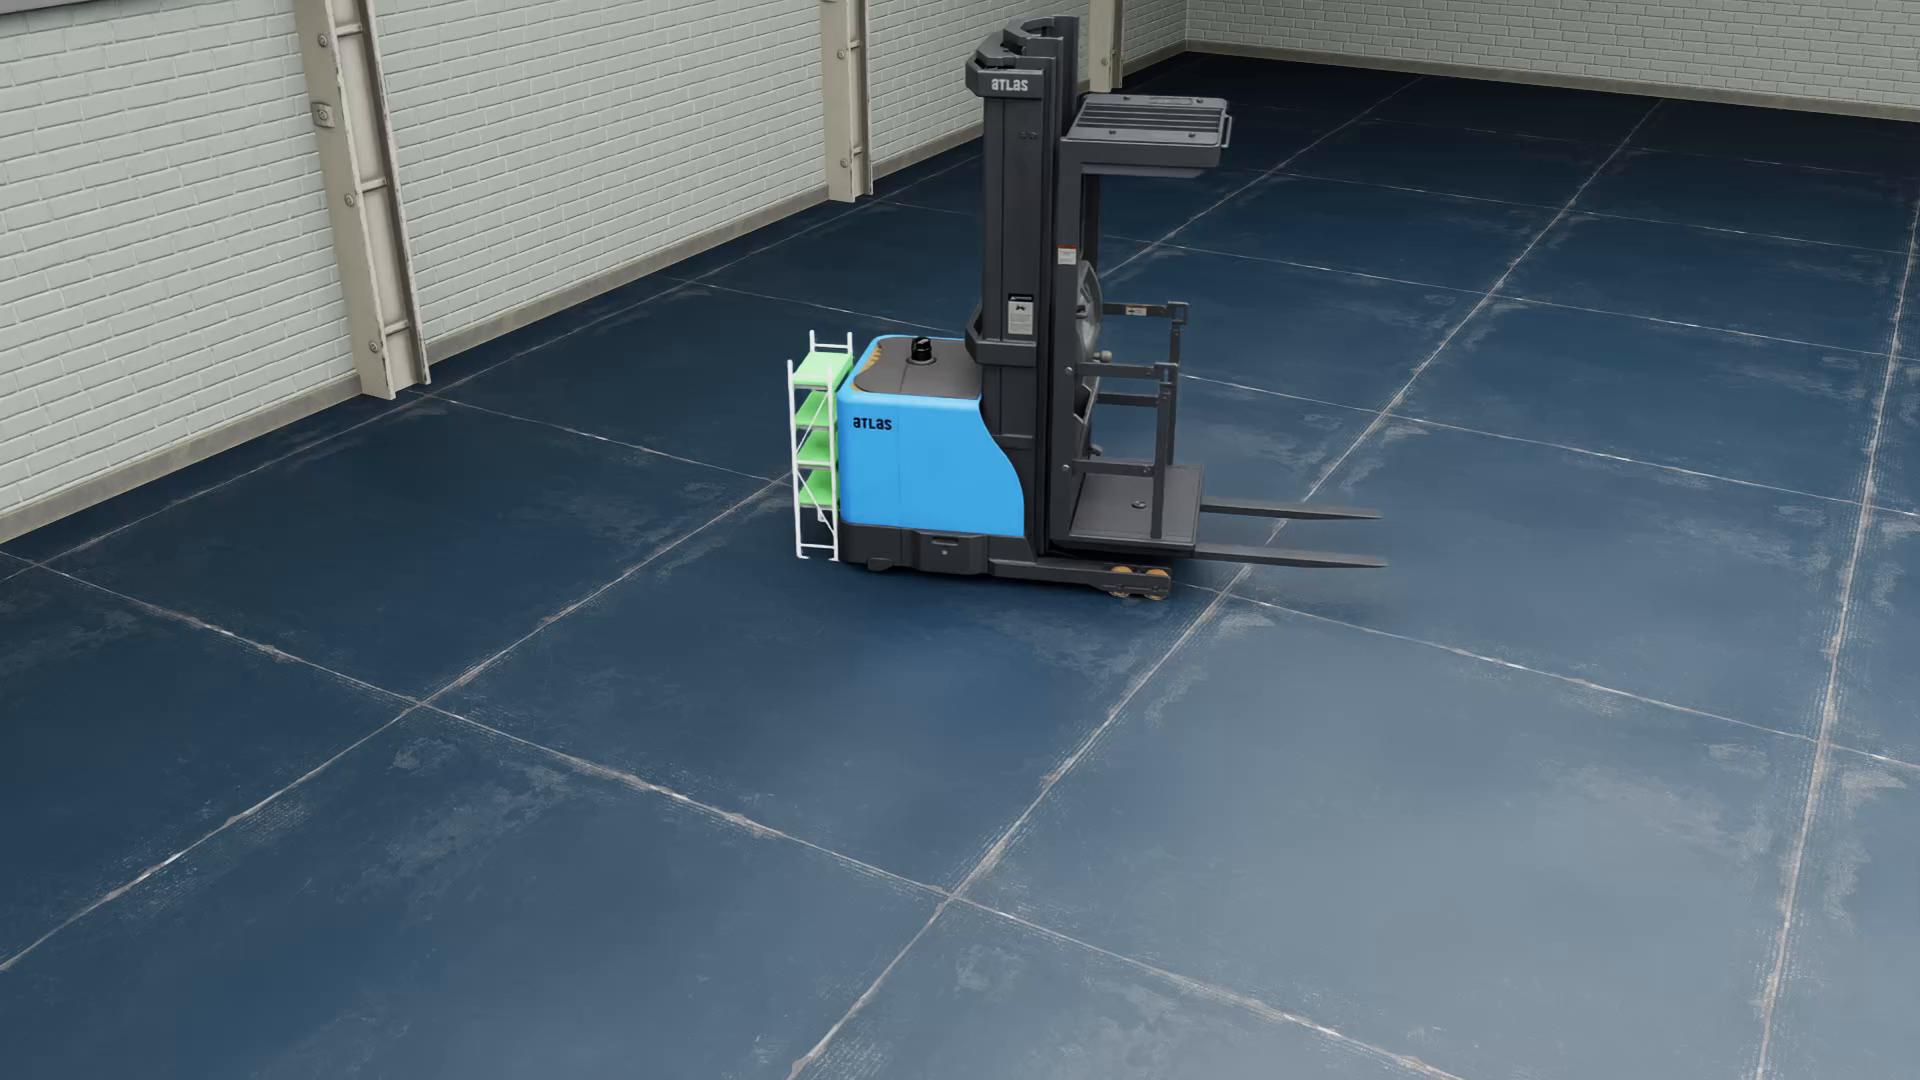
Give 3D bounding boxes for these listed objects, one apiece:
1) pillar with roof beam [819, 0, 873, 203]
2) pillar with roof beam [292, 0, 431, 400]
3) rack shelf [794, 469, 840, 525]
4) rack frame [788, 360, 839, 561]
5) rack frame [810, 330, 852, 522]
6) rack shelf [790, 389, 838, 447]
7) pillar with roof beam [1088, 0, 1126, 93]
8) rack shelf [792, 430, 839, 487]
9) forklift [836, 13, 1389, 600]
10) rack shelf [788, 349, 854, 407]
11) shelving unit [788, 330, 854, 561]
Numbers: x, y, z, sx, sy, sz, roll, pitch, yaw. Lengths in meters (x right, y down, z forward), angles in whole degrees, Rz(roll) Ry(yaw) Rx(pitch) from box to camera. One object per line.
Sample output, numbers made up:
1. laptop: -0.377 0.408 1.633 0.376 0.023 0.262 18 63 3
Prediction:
1. pillar with roof beam: 2.648 -6.512 12.705 9.100 9.000 0.400 14 30 26
2. pillar with roof beam: -0.304 -4.173 8.034 9.100 9.000 0.400 14 30 26
3. rack shelf: -0.774 -0.264 9.617 0.258 0.148 0.480 4 27 9
4. rack frame: -0.815 -0.428 9.266 0.240 1.200 0.015 4 27 9
5. rack frame: -0.733 -0.644 9.696 0.240 1.200 0.015 4 27 9
6. rack shelf: -0.774 -0.694 9.402 0.258 0.148 0.480 4 27 9
7. pillar with roof beam: 5.599 -8.850 17.376 9.100 9.000 0.400 14 30 26
8. rack shelf: -0.774 -0.479 9.509 0.258 0.148 0.480 4 27 9
9. forklift: 0.883 -1.240 8.953 3.031 2.935 1.130 5 27 9
10. rack shelf: -0.774 -0.908 9.294 0.258 0.148 0.480 4 27 9
11. shelving unit: -0.774 -0.536 9.481 0.258 1.200 0.503 4 27 9
